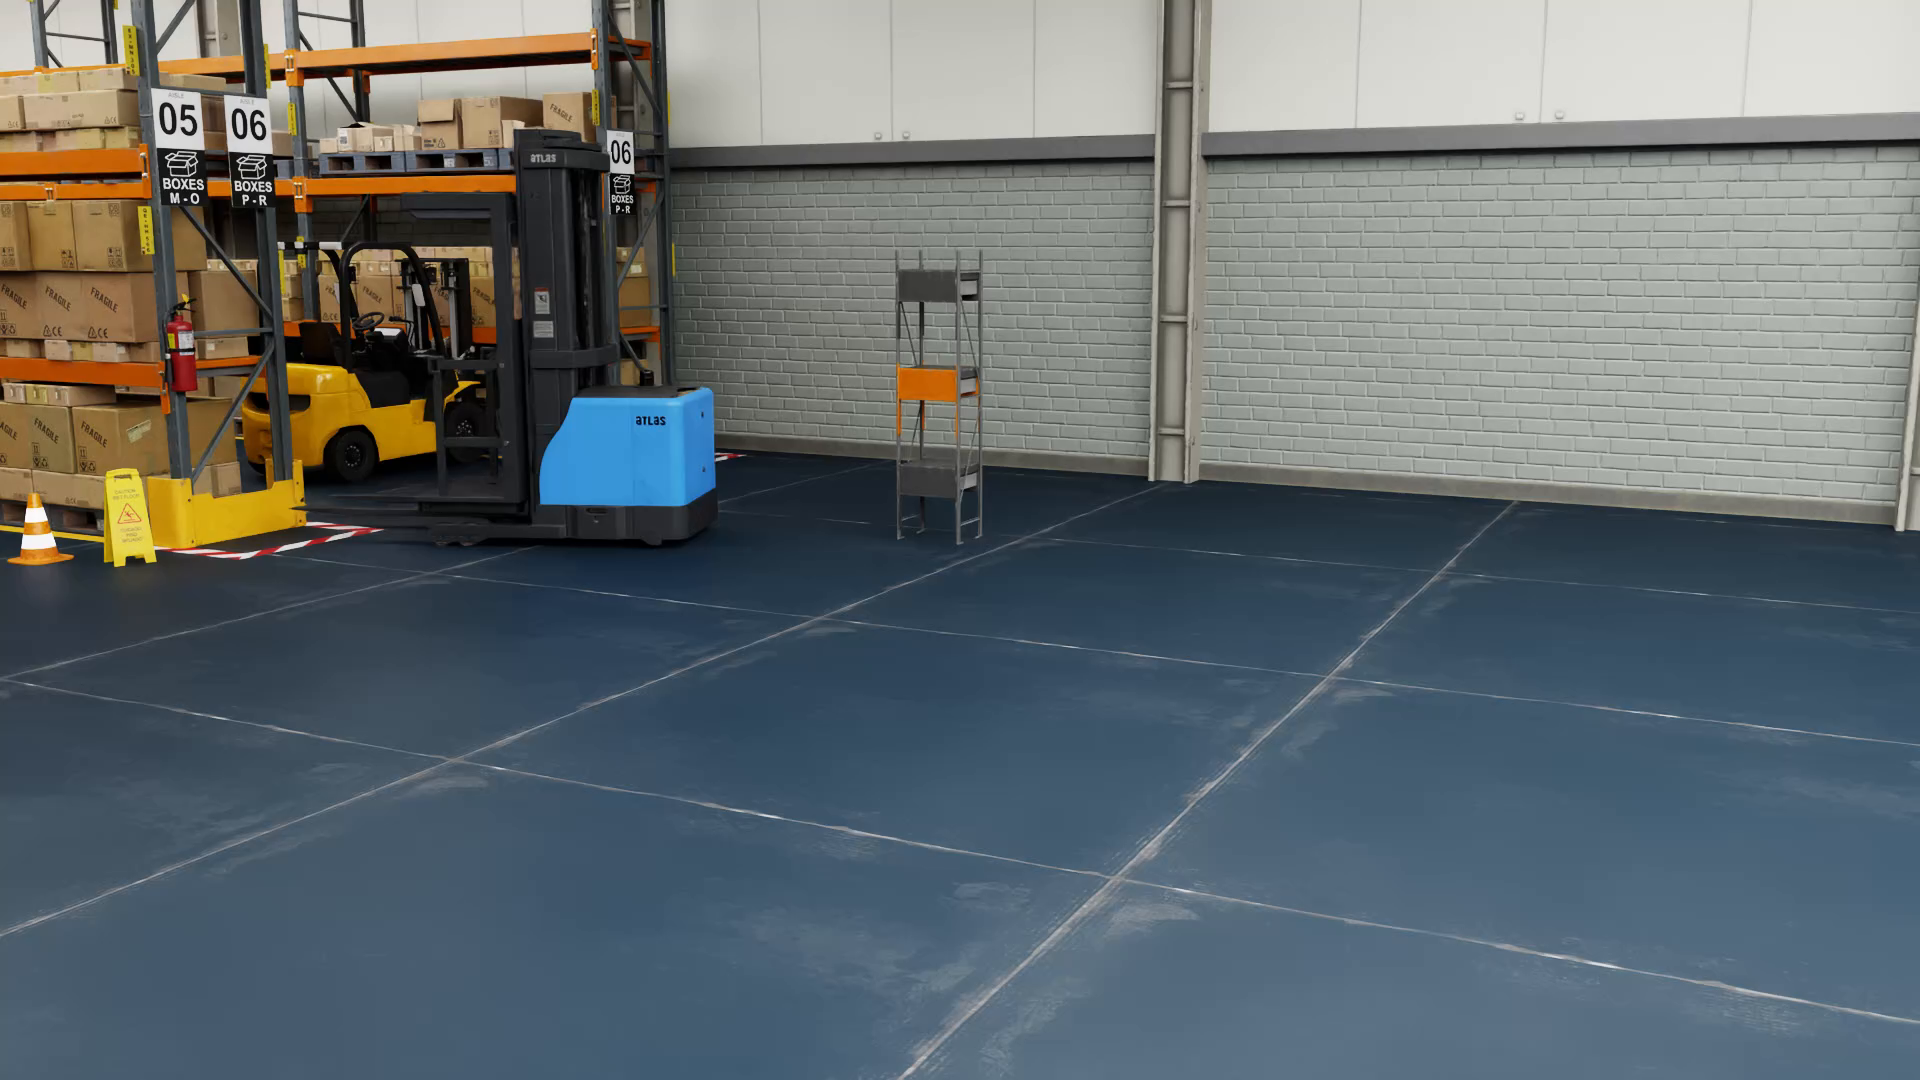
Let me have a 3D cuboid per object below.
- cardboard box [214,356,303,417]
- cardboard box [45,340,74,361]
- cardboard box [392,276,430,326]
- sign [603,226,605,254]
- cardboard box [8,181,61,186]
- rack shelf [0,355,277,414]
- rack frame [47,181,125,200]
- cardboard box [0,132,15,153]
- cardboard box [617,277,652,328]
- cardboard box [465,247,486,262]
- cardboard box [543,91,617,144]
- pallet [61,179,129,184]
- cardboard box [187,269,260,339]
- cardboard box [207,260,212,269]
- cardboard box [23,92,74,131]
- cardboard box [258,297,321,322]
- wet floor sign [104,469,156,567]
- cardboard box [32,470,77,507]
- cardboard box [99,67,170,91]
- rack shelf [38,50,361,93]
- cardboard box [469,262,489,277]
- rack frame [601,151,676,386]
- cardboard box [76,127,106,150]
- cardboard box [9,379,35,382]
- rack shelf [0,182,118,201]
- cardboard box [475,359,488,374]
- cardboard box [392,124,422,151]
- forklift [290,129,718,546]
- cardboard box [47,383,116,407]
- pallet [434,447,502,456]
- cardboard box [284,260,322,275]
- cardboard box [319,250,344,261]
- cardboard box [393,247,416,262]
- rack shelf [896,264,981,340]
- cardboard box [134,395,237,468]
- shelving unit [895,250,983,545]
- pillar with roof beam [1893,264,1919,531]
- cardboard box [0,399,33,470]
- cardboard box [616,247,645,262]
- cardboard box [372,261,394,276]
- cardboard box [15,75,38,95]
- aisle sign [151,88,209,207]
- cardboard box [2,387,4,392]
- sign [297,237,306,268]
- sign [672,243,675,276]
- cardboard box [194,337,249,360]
[{"bbox_3d":[-7.941,-1.758,19.010,0.625,0.625,0.875,5,11,25],"label":"cardboard box"},{"bbox_3d":[-6.553,-1.423,12.375,0.250,0.149,0.380,5,12,27],"label":"cardboard box"},{"bbox_3d":[-5.564,-2.513,17.410,0.500,0.500,0.500,5,11,25],"label":"cardboard box"},{"bbox_3d":[-3.441,-2.904,15.935,0.005,0.325,0.100,5,11,26],"label":"sign"},{"bbox_3d":[-10.931,-4.337,19.771,0.500,0.250,0.500,5,11,24],"label":"cardboard box"},{"bbox_3d":[-7.175,-1.314,13.085,4.000,0.370,1.077,5,11,26],"label":"rack shelf"},{"bbox_3d":[-10.363,-2.933,20.015,0.127,3.000,1.000,5,11,26],"label":"rack frame"},{"bbox_3d":[-6.961,-2.951,12.396,0.250,0.149,0.380,5,11,24],"label":"cardboard box"},{"bbox_3d":[-3.510,-2.436,16.984,0.500,0.500,0.500,5,12,28],"label":"cardboard box"},{"bbox_3d":[-4.792,-2.897,16.876,0.250,0.149,0.380,5,12,27],"label":"cardboard box"},{"bbox_3d":[-3.694,-4.080,16.187,0.500,0.500,0.500,5,12,28],"label":"cardboard box"},{"bbox_3d":[-9.715,-4.277,19.548,1.003,0.211,1.213,6,12,28],"label":"pallet"},{"bbox_3d":[-5.684,-1.787,12.566,0.500,0.500,0.500,5,11,25],"label":"cardboard box"},{"bbox_3d":[-8.339,-3.074,18.690,0.250,0.149,0.380,5,11,26],"label":"cardboard box"},{"bbox_3d":[-6.405,-3.098,12.087,0.500,0.250,0.500,5,11,25],"label":"cardboard box"},{"bbox_3d":[-7.344,-2.542,18.276,0.500,0.250,0.500,5,12,27],"label":"cardboard box"},{"bbox_3d":[-5.685,-0.166,11.333,0.267,0.644,0.232,-10,14,-43],"label":"wet floor sign"},{"bbox_3d":[-6.687,-0.426,12.705,0.500,0.250,0.500,5,11,26],"label":"cardboard box"},{"bbox_3d":[-5.816,-3.234,11.721,0.250,0.149,0.380,5,11,26],"label":"cardboard box"},{"bbox_3d":[-8.569,-5.177,18.710,4.000,0.370,1.077,5,11,26],"label":"rack shelf"},{"bbox_3d":[-4.785,-2.751,16.906,0.250,0.149,0.380,5,11,26],"label":"cardboard box"},{"bbox_3d":[-3.189,-2.303,16.532,0.127,3.000,1.000,5,11,26],"label":"rack frame"},{"bbox_3d":[-6.063,-2.860,11.893,0.250,0.149,0.380,5,11,26],"label":"cardboard box"},{"bbox_3d":[-11.282,-1.950,20.422,0.500,0.500,0.500,5,11,25],"label":"cardboard box"},{"bbox_3d":[-12.157,-4.213,20.683,4.000,0.370,1.077,5,11,26],"label":"rack shelf"},{"bbox_3d":[-4.657,-1.713,17.004,0.500,0.250,0.500,5,11,27],"label":"cardboard box"},{"bbox_3d":[-5.579,-4.118,17.058,0.258,0.266,0.396,5,11,24],"label":"cardboard box"},{"bbox_3d":[-3.404,-1.489,12.229,3.031,2.935,1.130,1,10,5],"label":"forklift"},{"bbox_3d":[-6.574,-1.091,12.452,0.250,0.149,0.380,5,12,27],"label":"cardboard box"},{"bbox_3d":[-4.983,-1.081,17.609,1.213,0.211,1.003,5,11,26],"label":"pallet"},{"bbox_3d":[-7.180,-2.978,18.160,0.250,0.149,0.380,5,12,28],"label":"cardboard box"},{"bbox_3d":[-6.621,-3.060,17.780,0.250,0.149,0.380,5,12,27],"label":"cardboard box"},{"bbox_3d":[-5.684,-2.983,17.351,0.250,0.149,0.380,5,11,25],"label":"cardboard box"},{"bbox_3d":[-0.148,-1.722,11.993,0.480,0.518,0.431,5,11,26],"label":"rack shelf"},{"bbox_3d":[-6.004,-0.842,12.896,0.500,0.500,0.500,5,11,24],"label":"cardboard box"},{"bbox_3d":[-0.148,-1.046,12.115,0.503,2.100,0.431,5,11,26],"label":"shelving unit"},{"bbox_3d":[5.442,-3.821,8.073,0.400,9.000,9.100,5,11,26],"label":"pillar with roof beam"},{"bbox_3d":[-7.135,-0.835,12.860,0.500,0.500,0.500,5,11,24],"label":"cardboard box"},{"bbox_3d":[-3.395,-2.878,16.774,0.250,0.149,0.380,5,11,25],"label":"cardboard box"},{"bbox_3d":[-5.939,-2.852,17.463,0.250,0.149,0.380,5,12,27],"label":"cardboard box"},{"bbox_3d":[-6.688,-3.326,12.231,0.250,0.149,0.380,5,11,26],"label":"cardboard box"},{"bbox_3d":[-5.454,-2.738,11.636,0.004,0.787,0.394,5,11,26],"label":"aisle sign"},{"bbox_3d":[-7.863,-1.004,13.792,0.500,0.500,0.500,5,12,27],"label":"cardboard box"},{"bbox_3d":[-7.007,-3.062,17.695,0.005,0.325,0.100,5,11,26],"label":"sign"},{"bbox_3d":[-2.938,-2.856,16.935,0.005,0.325,0.100,5,11,26],"label":"sign"},{"bbox_3d":[-5.595,-1.446,12.503,0.250,0.149,0.380,5,11,26],"label":"cardboard box"}]
